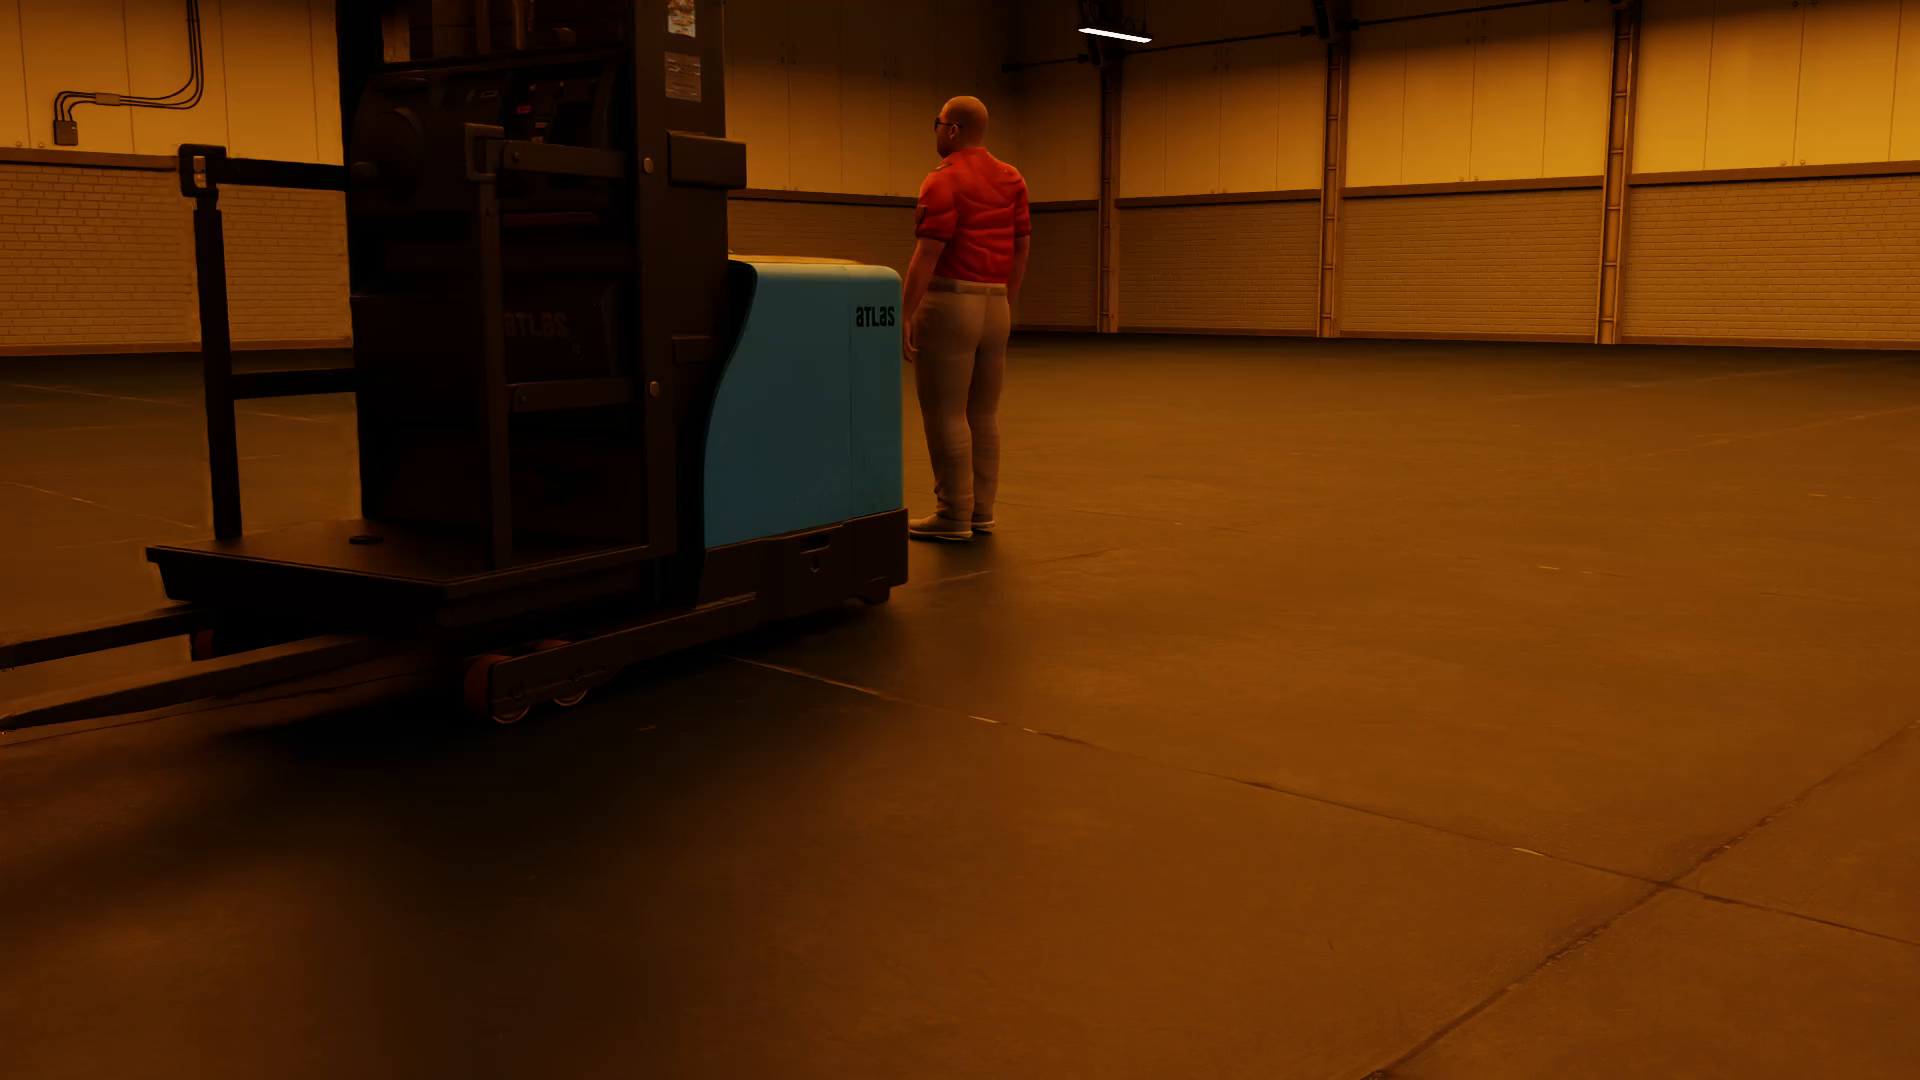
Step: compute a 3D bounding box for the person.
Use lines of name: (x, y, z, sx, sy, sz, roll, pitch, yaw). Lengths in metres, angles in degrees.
person: (-0.057, -0.873, 6.657, 0.550, 1.727, 0.641, 8, 12, 43)

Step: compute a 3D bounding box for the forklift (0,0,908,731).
forklift: (-1.356, -1.098, 4.163, 1.130, 2.935, 3.031, 5, 10, 31)
